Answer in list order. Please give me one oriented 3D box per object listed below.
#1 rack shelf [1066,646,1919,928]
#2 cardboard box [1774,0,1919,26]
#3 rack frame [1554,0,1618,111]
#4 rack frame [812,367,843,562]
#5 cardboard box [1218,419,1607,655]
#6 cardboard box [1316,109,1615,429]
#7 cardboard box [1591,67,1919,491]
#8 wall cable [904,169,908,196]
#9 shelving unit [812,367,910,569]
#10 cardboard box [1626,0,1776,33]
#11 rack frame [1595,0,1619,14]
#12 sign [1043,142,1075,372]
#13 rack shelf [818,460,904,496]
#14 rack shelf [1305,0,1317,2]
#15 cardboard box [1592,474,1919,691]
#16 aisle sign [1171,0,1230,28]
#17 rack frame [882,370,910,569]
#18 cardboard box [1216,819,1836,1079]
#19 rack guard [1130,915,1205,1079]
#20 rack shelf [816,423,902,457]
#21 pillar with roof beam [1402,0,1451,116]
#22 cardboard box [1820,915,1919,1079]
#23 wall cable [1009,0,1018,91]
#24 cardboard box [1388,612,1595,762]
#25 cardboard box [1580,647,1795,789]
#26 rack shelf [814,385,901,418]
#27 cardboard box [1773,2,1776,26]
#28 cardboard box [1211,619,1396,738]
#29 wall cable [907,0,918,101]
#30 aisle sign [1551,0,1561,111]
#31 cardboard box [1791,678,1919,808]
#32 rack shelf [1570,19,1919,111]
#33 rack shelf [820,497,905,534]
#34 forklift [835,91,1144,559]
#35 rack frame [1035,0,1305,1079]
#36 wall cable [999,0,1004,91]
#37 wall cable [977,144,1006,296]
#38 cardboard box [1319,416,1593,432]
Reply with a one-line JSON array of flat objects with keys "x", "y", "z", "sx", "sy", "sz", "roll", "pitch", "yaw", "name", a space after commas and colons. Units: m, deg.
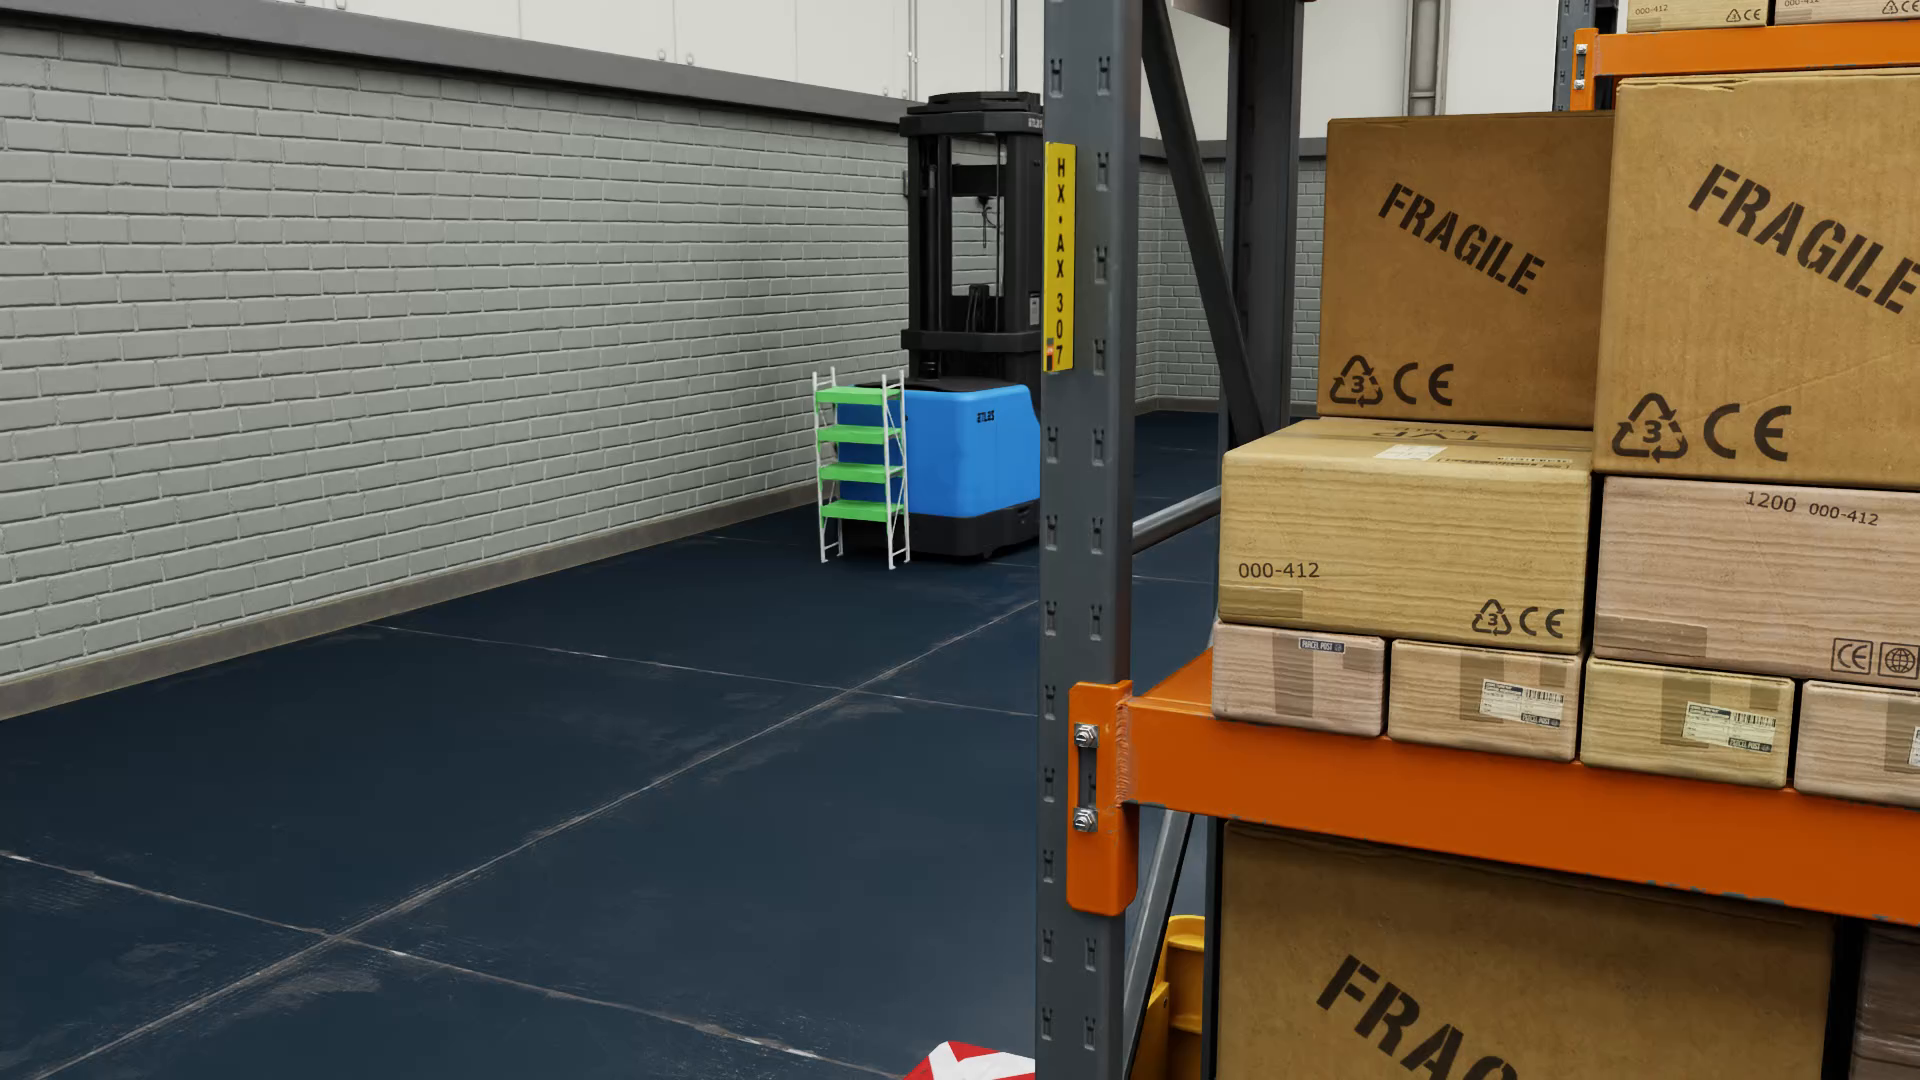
[{"x": 2.189, "y": 0.478, "z": 2.186, "sx": 4.000, "sy": 0.370, "sz": 1.077, "roll": 5, "pitch": 11, "yaw": 26, "name": "rack shelf"}, {"x": 3.441, "y": -2.102, "z": 6.418, "sx": 0.500, "sy": 0.250, "sz": 0.500, "roll": 5, "pitch": 12, "yaw": 28, "name": "cardboard box"}, {"x": 2.681, "y": -0.818, "z": 7.326, "sx": 0.127, "sy": 3.000, "sz": 1.000, "roll": 5, "pitch": 11, "yaw": 26, "name": "rack frame"}, {"x": -0.827, "y": -0.469, "z": 10.411, "sx": 0.015, "sy": 1.200, "sz": 0.240, "roll": 5, "pitch": 15, "yaw": 26, "name": "rack frame"}, {"x": 0.707, "y": -0.025, "z": 2.532, "sx": 0.500, "sy": 0.250, "sz": 0.500, "roll": 5, "pitch": 11, "yaw": 24, "name": "cardboard box"}, {"x": 0.949, "y": -0.479, "z": 2.933, "sx": 0.500, "sy": 0.500, "sz": 0.500, "roll": 5, "pitch": 11, "yaw": 27, "name": "cardboard box"}, {"x": 1.155, "y": -0.355, "z": 2.248, "sx": 0.500, "sy": 0.500, "sz": 0.500, "roll": 5, "pitch": 11, "yaw": 24, "name": "cardboard box"}, {"x": -0.286, "y": -2.572, "z": 14.079, "sx": 0.123, "sy": 1.953, "sz": 0.585, "roll": 5, "pitch": 11, "yaw": 26, "name": "wall cable"}, {"x": -0.609, "y": -0.449, "z": 10.303, "sx": 0.503, "sy": 1.200, "sz": 0.258, "roll": 5, "pitch": 15, "yaw": 26, "name": "shelving unit"}, {"x": 2.971, "y": -2.144, "z": 6.651, "sx": 0.500, "sy": 0.250, "sz": 0.500, "roll": 5, "pitch": 12, "yaw": 28, "name": "cardboard box"}, {"x": 2.681, "y": -3.770, "z": 6.791, "sx": 0.127, "sy": 3.000, "sz": 1.000, "roll": 5, "pitch": 11, "yaw": 26, "name": "rack frame"}, {"x": 0.145, "y": -0.410, "z": 2.422, "sx": 0.005, "sy": 0.325, "sz": 0.100, "roll": 5, "pitch": 11, "yaw": 26, "name": "sign"}, {"x": -0.607, "y": -0.387, "z": 10.317, "sx": 0.480, "sy": 0.148, "sz": 0.258, "roll": 5, "pitch": 15, "yaw": 26, "name": "rack shelf"}, {"x": 2.189, "y": -0.998, "z": 1.919, "sx": 4.000, "sy": 0.370, "sz": 1.077, "roll": 5, "pitch": 11, "yaw": 26, "name": "rack shelf"}, {"x": 1.176, "y": 0.015, "z": 2.312, "sx": 0.500, "sy": 0.250, "sz": 0.500, "roll": 5, "pitch": 11, "yaw": 25, "name": "cardboard box"}, {"x": 0.464, "y": -1.366, "z": 3.057, "sx": 0.004, "sy": 0.787, "sz": 0.394, "roll": 5, "pitch": 11, "yaw": 26, "name": "aisle sign"}, {"x": -0.391, "y": -0.430, "z": 10.194, "sx": 0.015, "sy": 1.200, "sz": 0.240, "roll": 5, "pitch": 15, "yaw": 26, "name": "rack frame"}, {"x": 1.005, "y": 0.843, "z": 2.937, "sx": 0.875, "sy": 0.875, "sz": 0.875, "roll": 5, "pitch": 11, "yaw": 26, "name": "cardboard box"}, {"x": 0.374, "y": 1.195, "z": 3.226, "sx": 0.348, "sy": 0.500, "sz": 1.175, "roll": 5, "pitch": 11, "yaw": 26, "name": "rack guard"}, {"x": -0.614, "y": -0.621, "z": 10.262, "sx": 0.480, "sy": 0.148, "sz": 0.258, "roll": 5, "pitch": 15, "yaw": 26, "name": "rack shelf"}, {"x": 3.050, "y": -5.030, "z": 13.756, "sx": 0.400, "sy": 9.000, "sz": 9.100, "roll": 5, "pitch": 11, "yaw": 26, "name": "pillar with roof beam"}, {"x": 1.821, "y": 0.915, "z": 2.540, "sx": 0.875, "sy": 0.875, "sz": 0.875, "roll": 5, "pitch": 11, "yaw": 26, "name": "cardboard box"}, {"x": 1.157, "y": -5.552, "z": 16.533, "sx": 0.133, "sy": 3.039, "sz": 2.988, "roll": 5, "pitch": 11, "yaw": 26, "name": "wall cable"}, {"x": 0.799, "y": 0.191, "z": 2.459, "sx": 0.250, "sy": 0.149, "sz": 0.380, "roll": 5, "pitch": 11, "yaw": 25, "name": "cardboard box"}, {"x": 1.029, "y": 0.211, "z": 2.348, "sx": 0.250, "sy": 0.149, "sz": 0.380, "roll": 5, "pitch": 11, "yaw": 24, "name": "cardboard box"}, {"x": -0.620, "y": -0.854, "z": 10.207, "sx": 0.480, "sy": 0.148, "sz": 0.258, "roll": 5, "pitch": 15, "yaw": 26, "name": "rack shelf"}, {"x": 3.206, "y": -2.226, "z": 7.107, "sx": 0.500, "sy": 0.250, "sz": 0.500, "roll": 5, "pitch": 11, "yaw": 25, "name": "cardboard box"}, {"x": 0.568, "y": 0.171, "z": 2.569, "sx": 0.250, "sy": 0.149, "sz": 0.380, "roll": 5, "pitch": 11, "yaw": 26, "name": "cardboard box"}, {"x": -0.445, "y": -4.972, "z": 13.432, "sx": 0.029, "sy": 3.000, "sz": 0.463, "roll": 5, "pitch": 11, "yaw": 26, "name": "wall cable"}, {"x": 2.483, "y": -2.055, "z": 6.861, "sx": 0.004, "sy": 0.787, "sz": 0.394, "roll": 5, "pitch": 11, "yaw": 26, "name": "aisle sign"}, {"x": 1.263, "y": 0.231, "z": 2.235, "sx": 0.250, "sy": 0.149, "sz": 0.380, "roll": 5, "pitch": 11, "yaw": 25, "name": "cardboard box"}, {"x": 4.475, "y": -1.782, "z": 6.252, "sx": 4.000, "sy": 0.370, "sz": 1.077, "roll": 5, "pitch": 11, "yaw": 26, "name": "rack shelf"}, {"x": -0.601, "y": -0.154, "z": 10.372, "sx": 0.480, "sy": 0.148, "sz": 0.258, "roll": 5, "pitch": 15, "yaw": 26, "name": "rack shelf"}, {"x": 0.369, "y": -1.545, "z": 11.535, "sx": 1.130, "sy": 2.935, "sz": 3.031, "roll": 6, "pitch": 12, "yaw": 30, "name": "forklift"}, {"x": 0.397, "y": -0.034, "z": 2.996, "sx": 0.053, "sy": 2.616, "sz": 0.949, "roll": 5, "pitch": 11, "yaw": 26, "name": "rack frame"}, {"x": -0.110, "y": -5.091, "z": 14.094, "sx": 0.029, "sy": 3.000, "sz": 2.355, "roll": 5, "pitch": 11, "yaw": 26, "name": "wall cable"}, {"x": 0.331, "y": -2.784, "z": 15.339, "sx": 0.122, "sy": 1.984, "sz": 0.588, "roll": 5, "pitch": 11, "yaw": 26, "name": "wall cable"}, {"x": 0.948, "y": -0.110, "z": 3.003, "sx": 0.500, "sy": 0.250, "sz": 0.500, "roll": 5, "pitch": 11, "yaw": 25, "name": "cardboard box"}]
